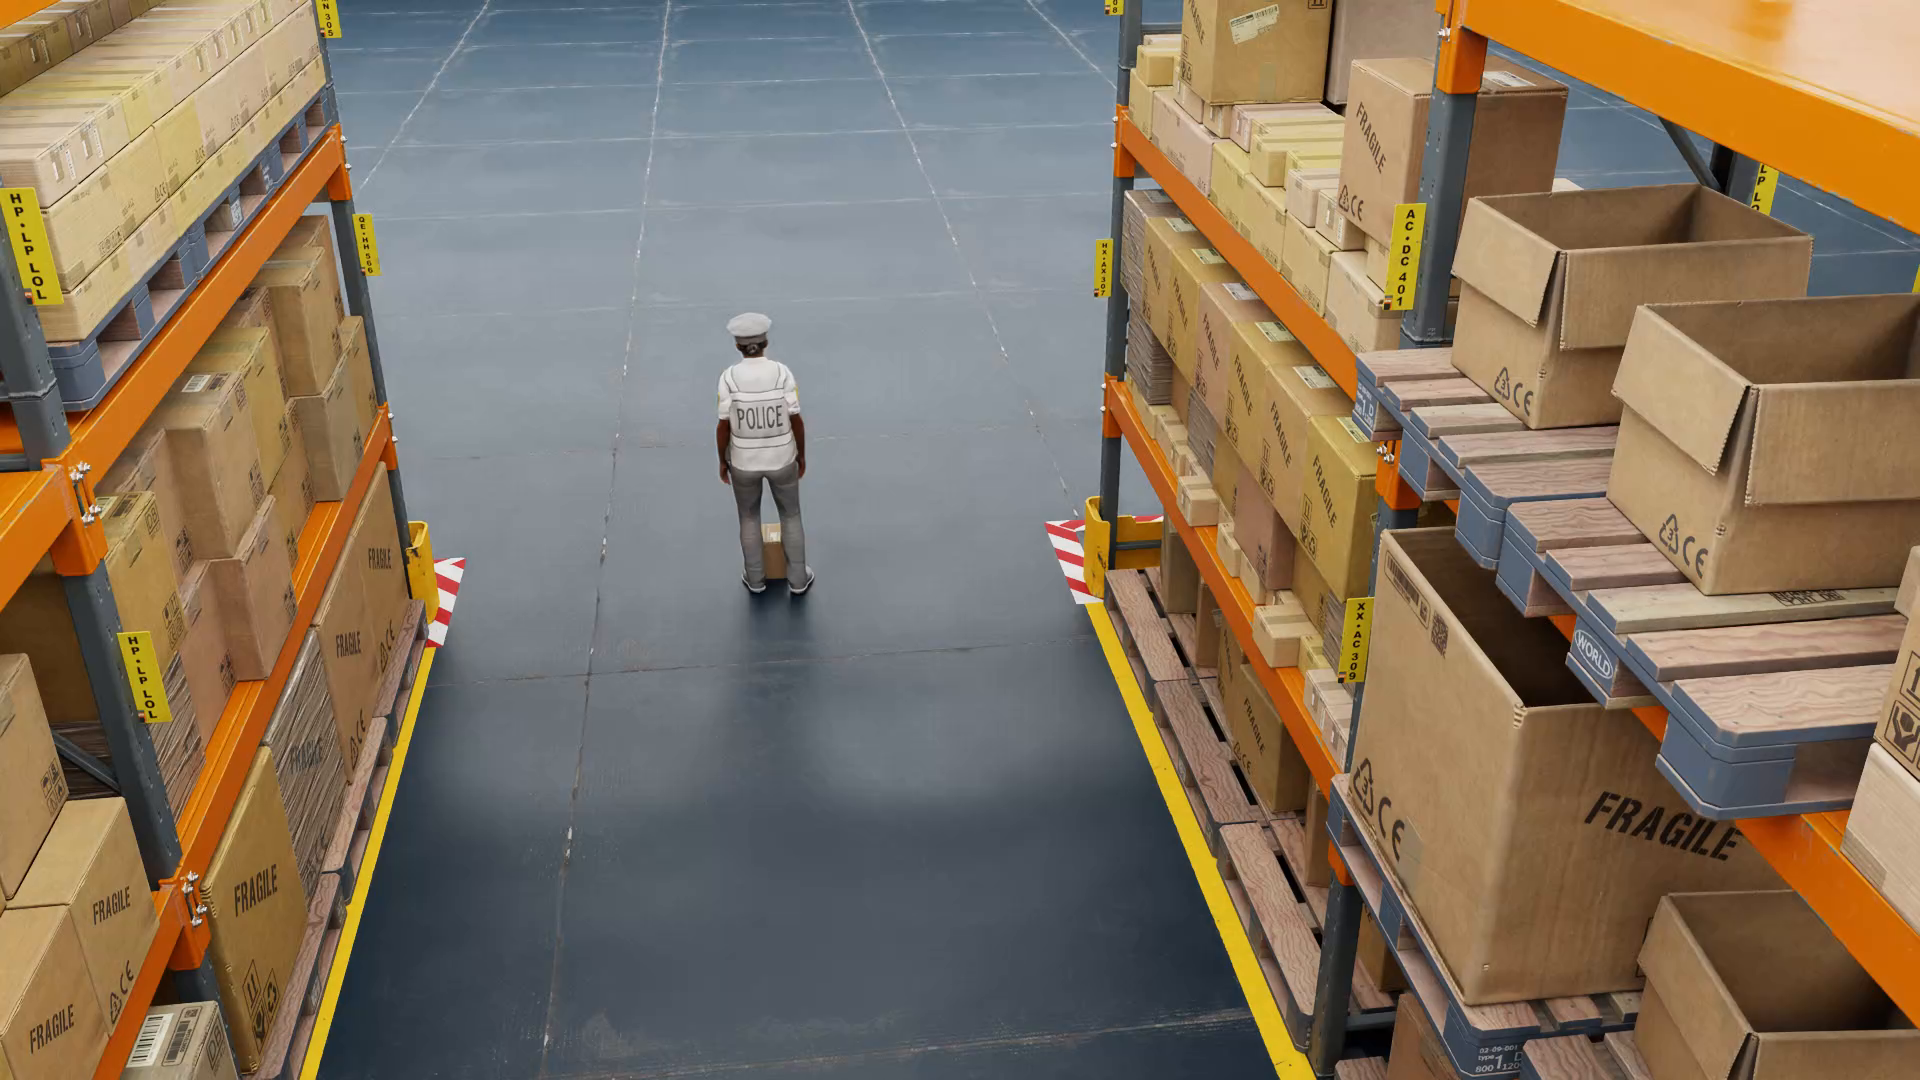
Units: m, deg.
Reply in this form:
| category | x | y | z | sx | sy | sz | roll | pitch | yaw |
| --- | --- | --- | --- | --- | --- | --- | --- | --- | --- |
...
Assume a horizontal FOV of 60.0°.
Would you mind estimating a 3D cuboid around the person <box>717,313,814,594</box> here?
| category | x | y | z | sx | sy | sz | roll | pitch | yaw |
| --- | --- | --- | --- | --- | --- | --- | --- | --- | --- |
| person | -1.120 | -0.457 | 9.506 | 0.517 | 1.657 | 0.417 | -4 | 28 | -8 |
